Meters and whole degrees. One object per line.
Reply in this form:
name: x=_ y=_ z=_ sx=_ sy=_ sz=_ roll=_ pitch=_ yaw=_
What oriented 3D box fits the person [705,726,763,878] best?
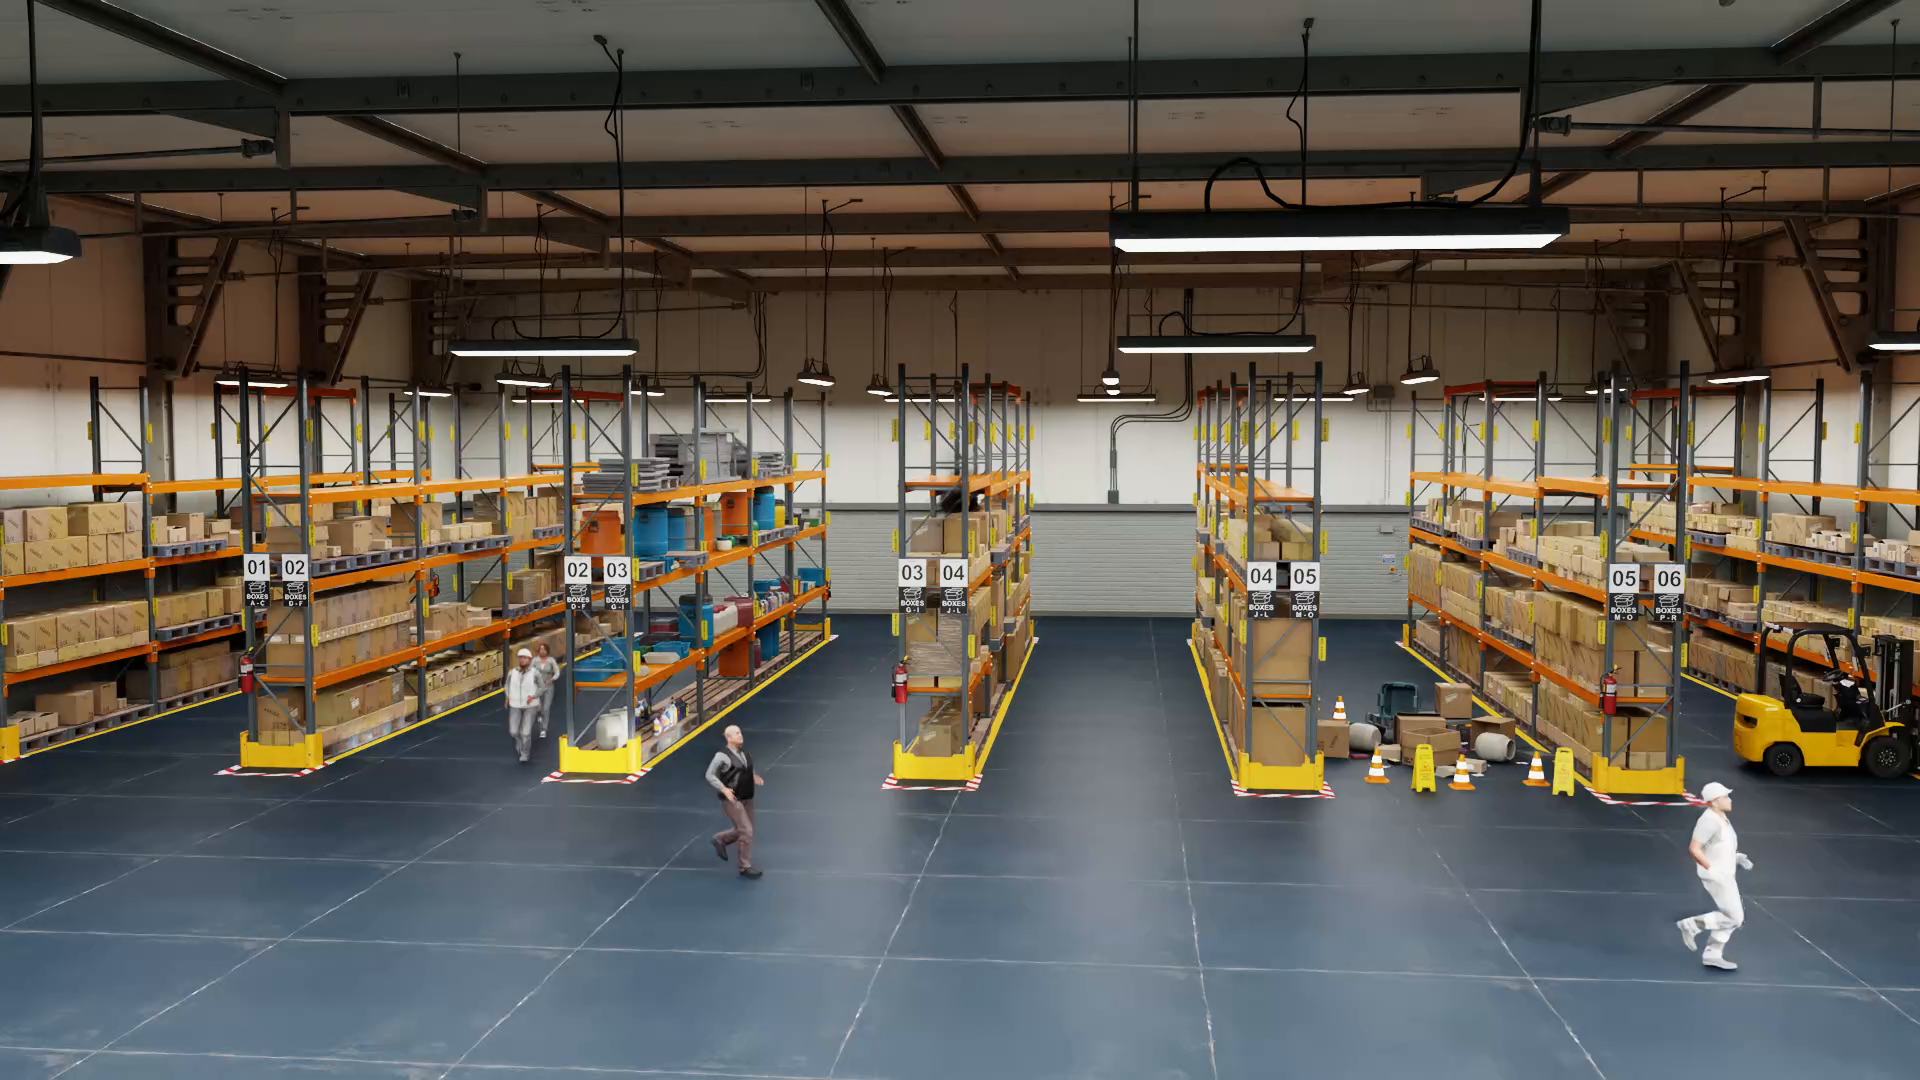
person: x=-2.564 y=2.949 z=18.878 sx=0.803 sy=1.687 sz=0.668 roll=2 pitch=4 yaw=32

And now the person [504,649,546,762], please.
person: x=-6.650 y=2.518 z=25.343 sx=0.646 sy=1.722 sz=0.572 roll=0 pitch=4 yaw=-2

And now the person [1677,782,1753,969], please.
person: x=7.074 y=3.136 z=15.580 sx=0.601 sy=1.738 sz=0.658 roll=3 pitch=5 yaw=36

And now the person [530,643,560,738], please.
person: x=-6.871 y=2.467 z=27.426 sx=0.549 sy=1.552 sz=0.556 roll=-1 pitch=4 yaw=-9
